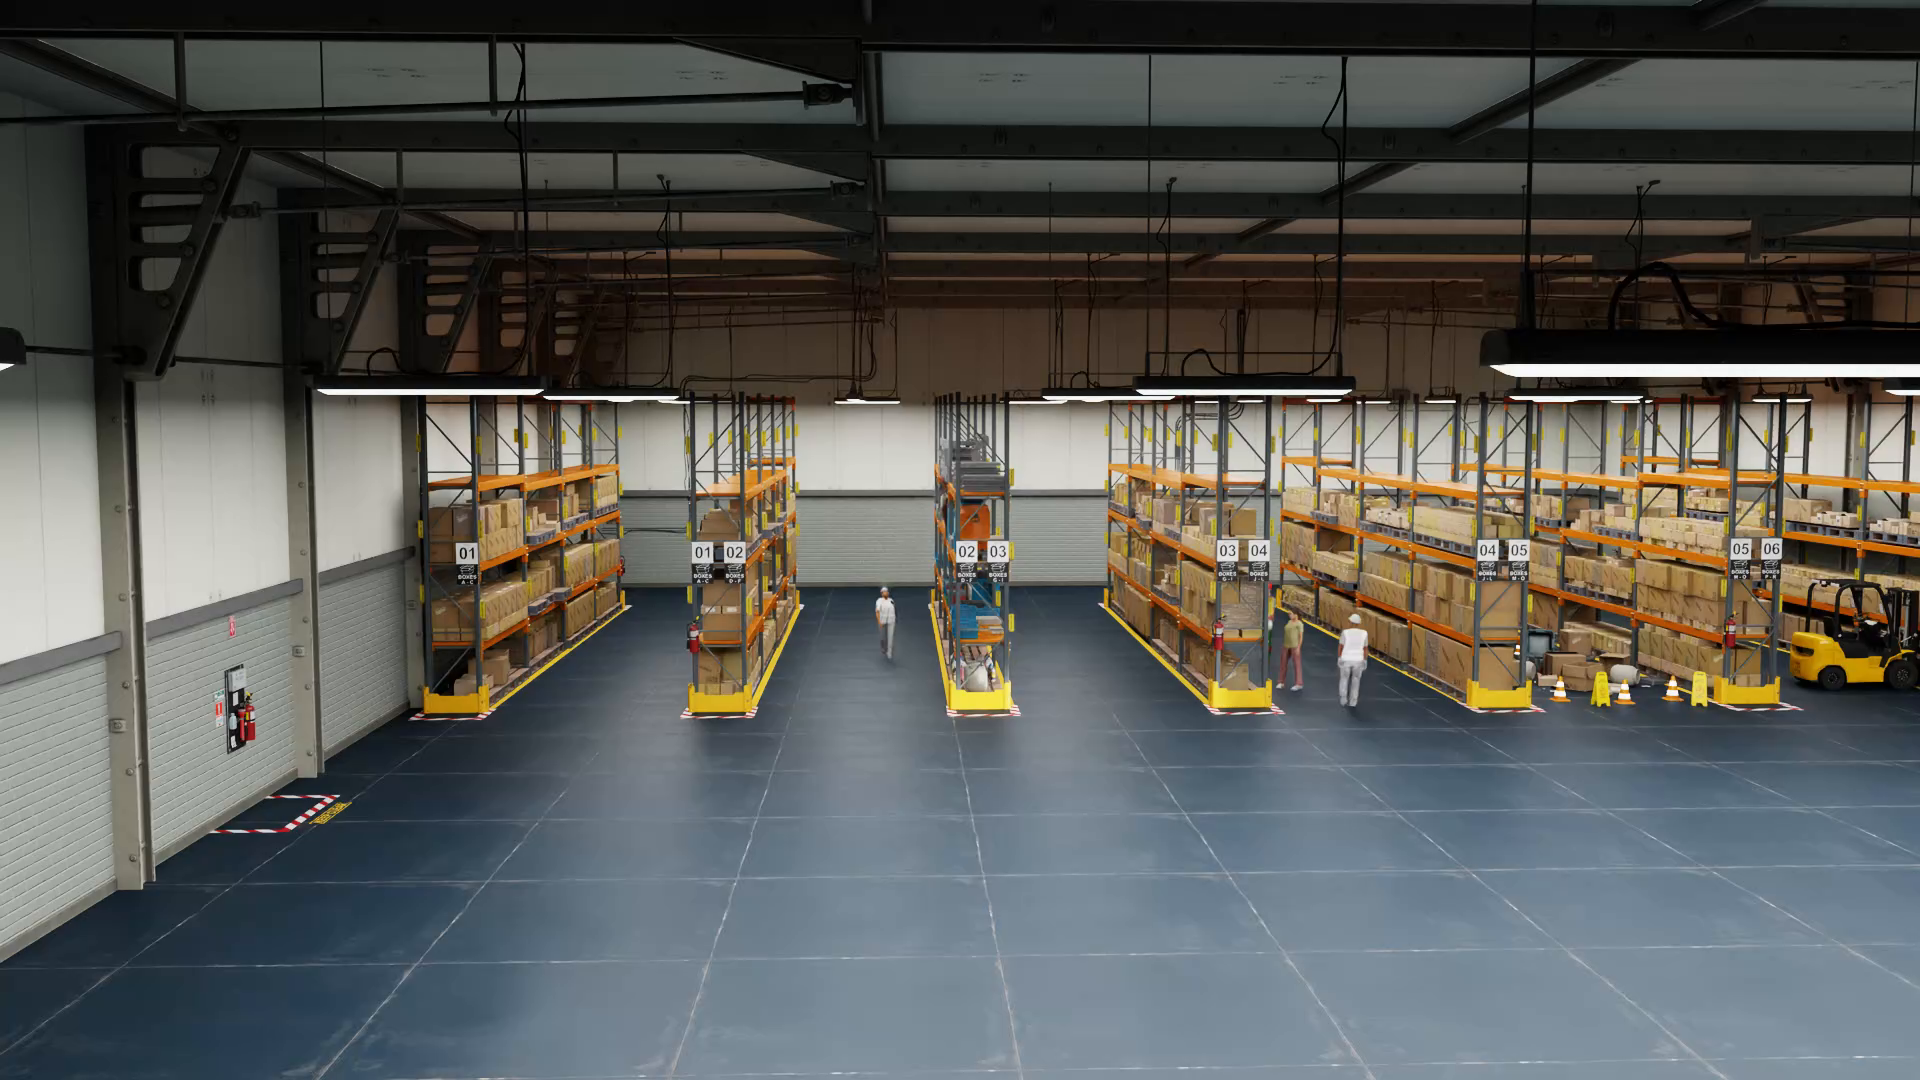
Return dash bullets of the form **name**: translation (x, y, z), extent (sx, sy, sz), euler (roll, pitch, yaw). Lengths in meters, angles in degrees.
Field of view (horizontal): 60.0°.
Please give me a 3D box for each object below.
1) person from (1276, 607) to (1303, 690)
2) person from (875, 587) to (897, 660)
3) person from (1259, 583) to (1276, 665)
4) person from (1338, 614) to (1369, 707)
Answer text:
- **person**: translation (6.682, 2.184, 33.652), extent (0.486, 1.672, 0.516), euler (-5, 6, -45)
- **person**: translation (-1.668, 1.881, 37.756), extent (0.498, 1.609, 0.929), euler (0, 5, 3)
- **person**: translation (6.795, 1.851, 37.238), extent (0.539, 1.810, 0.570), euler (-4, 6, -42)
- **person**: translation (7.460, 2.296, 31.577), extent (0.541, 1.775, 0.683), euler (2, 5, 24)
